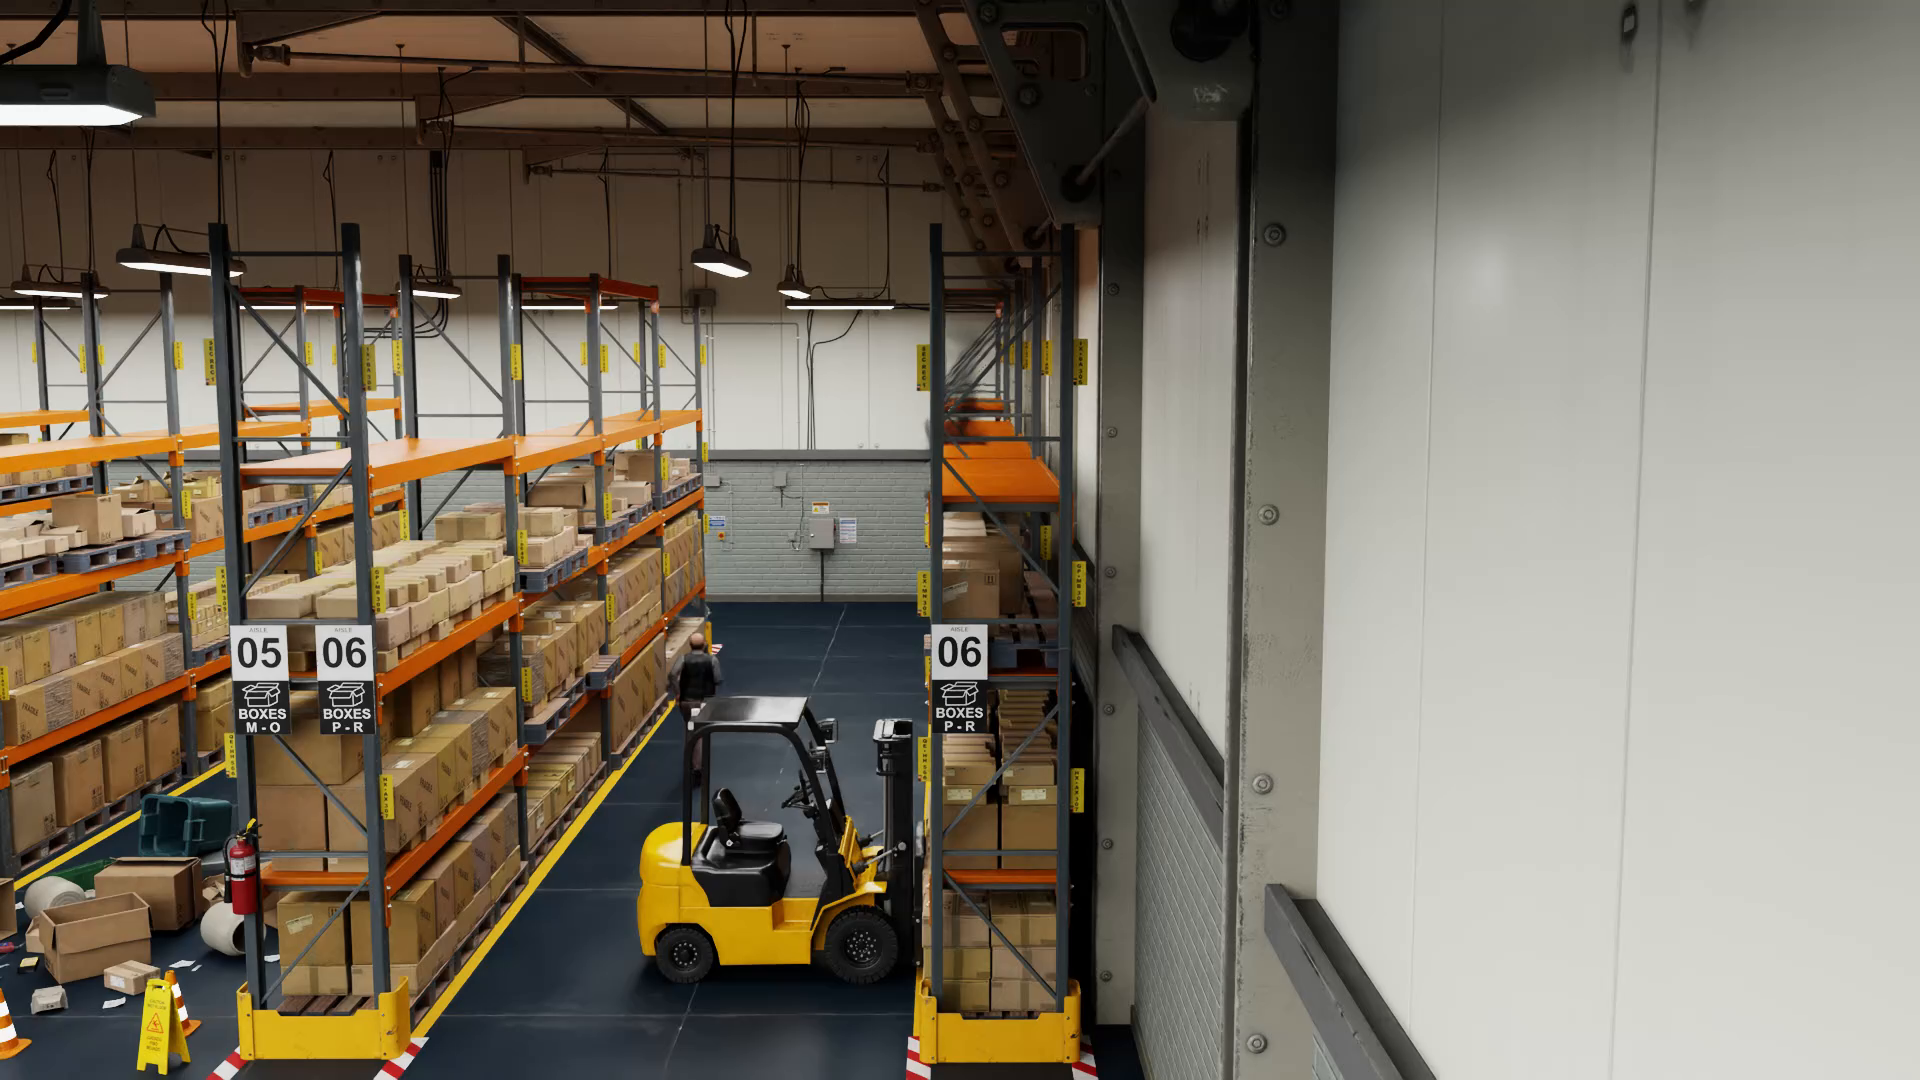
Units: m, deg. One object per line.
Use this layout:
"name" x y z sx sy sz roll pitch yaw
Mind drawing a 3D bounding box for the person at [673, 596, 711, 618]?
"person" -5.029 0.701 30.507 0.948 1.783 0.644 -3 7 -23

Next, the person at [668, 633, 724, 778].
"person" -3.136 2.002 19.907 0.601 1.766 0.831 0 7 4
